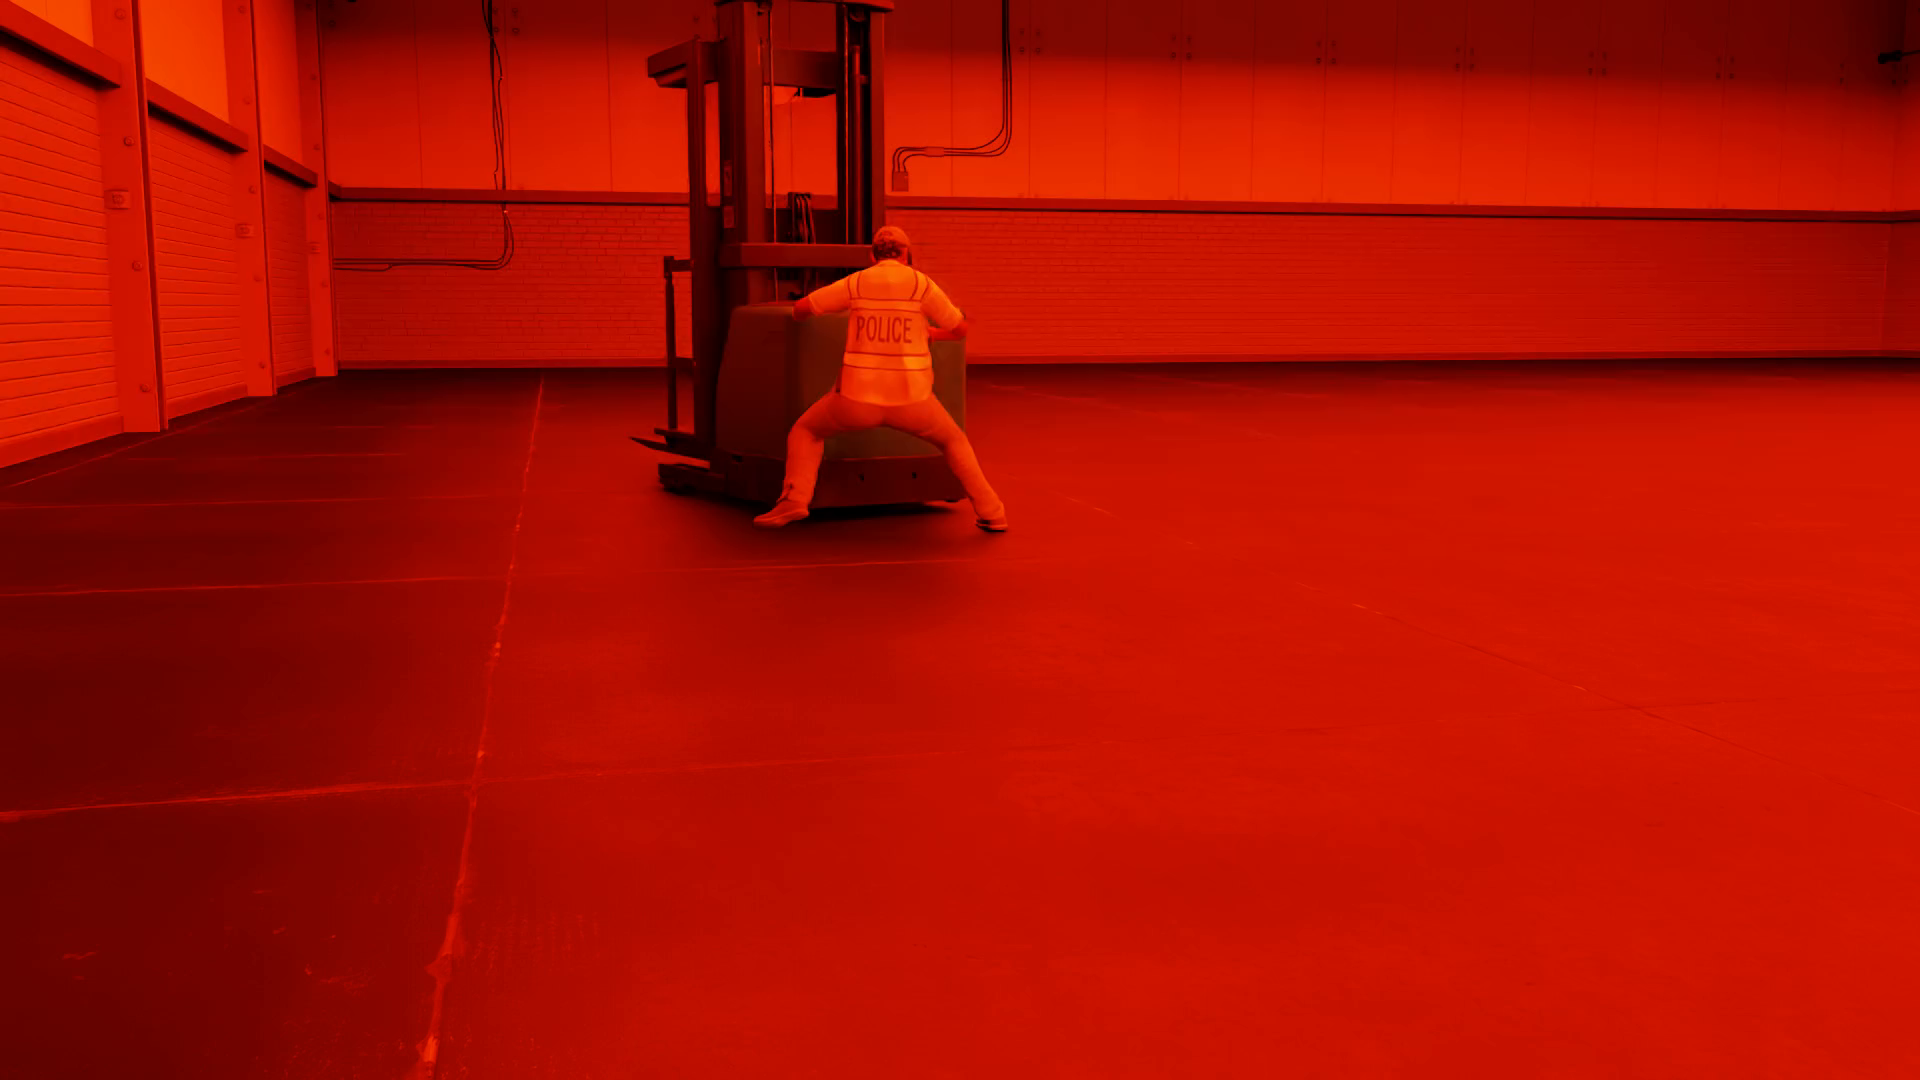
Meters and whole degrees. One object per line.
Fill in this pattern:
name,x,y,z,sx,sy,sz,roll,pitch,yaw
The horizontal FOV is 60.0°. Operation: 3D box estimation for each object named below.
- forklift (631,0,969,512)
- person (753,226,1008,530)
forklift,-1.120,-1.746,9.605,1.130,2.935,3.031,-5,9,-29
person,-0.374,-0.749,7.858,1.202,1.441,0.661,0,8,3
